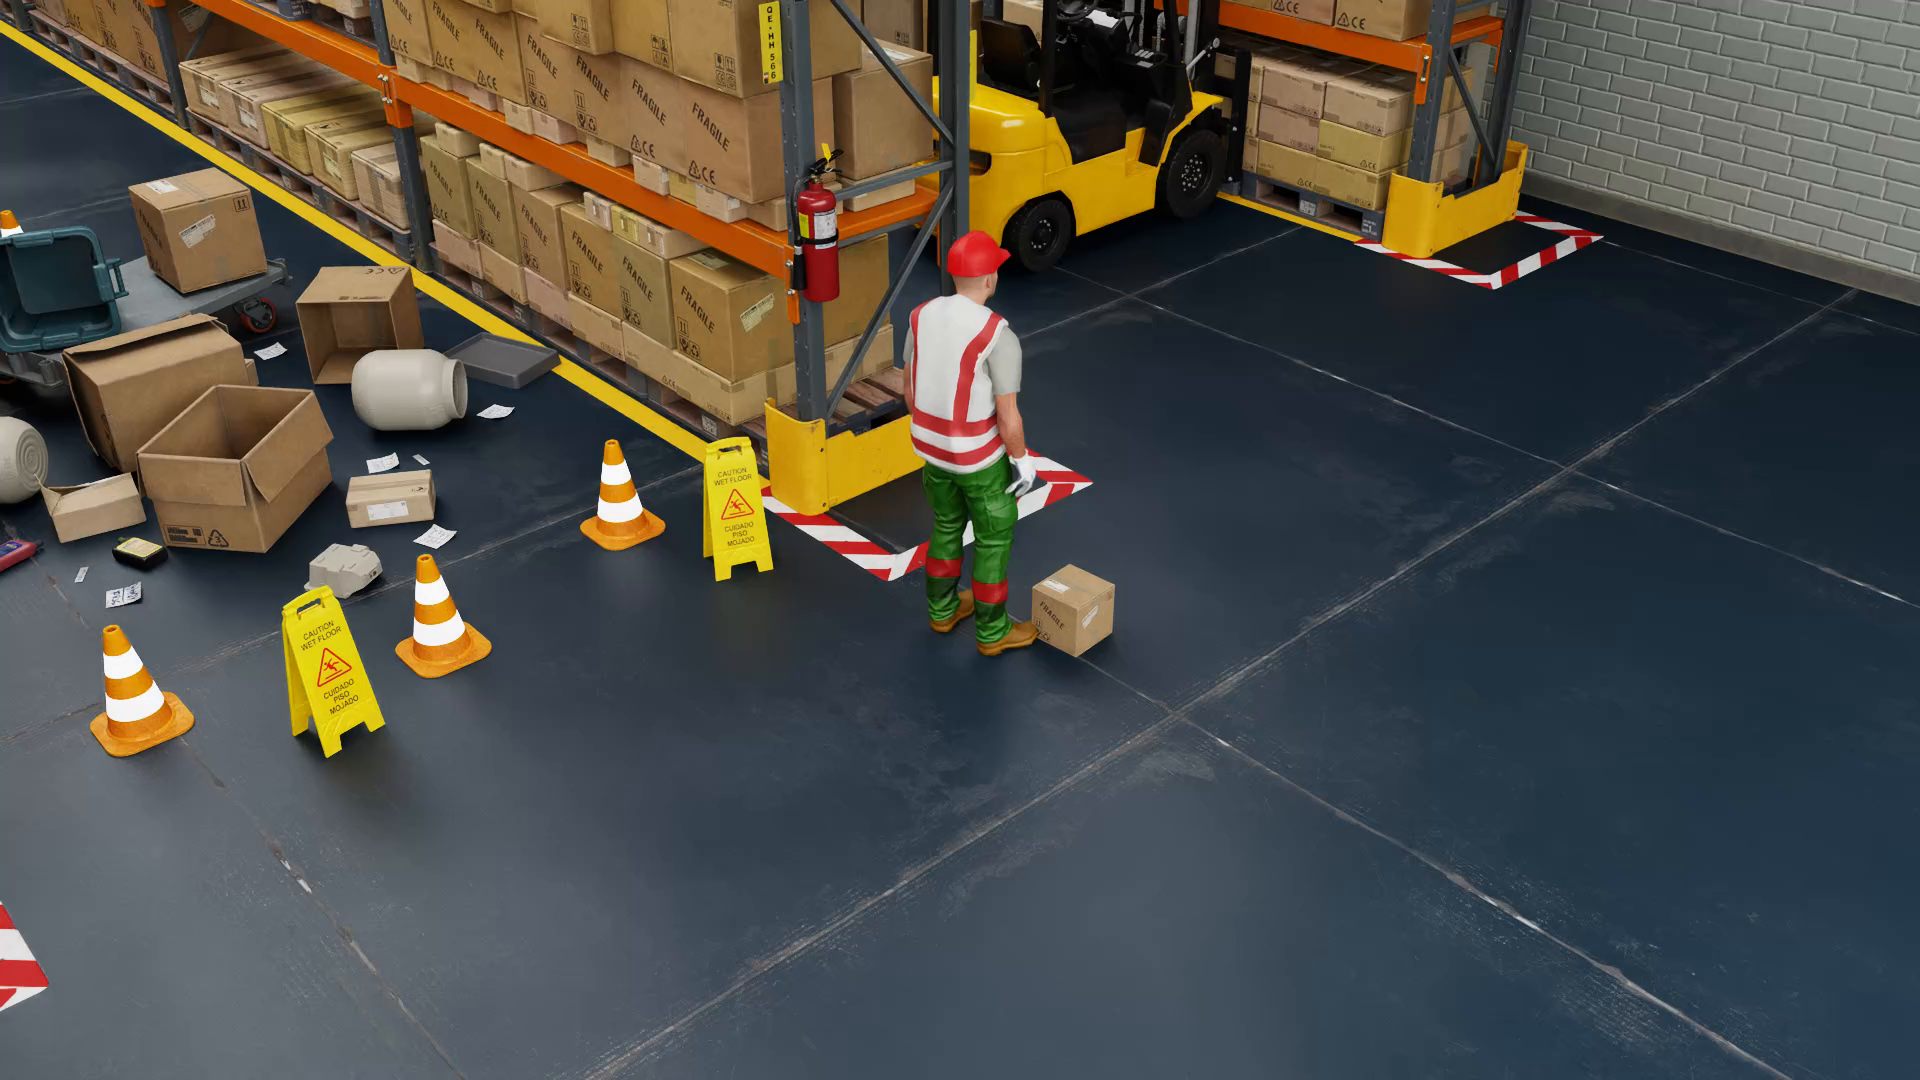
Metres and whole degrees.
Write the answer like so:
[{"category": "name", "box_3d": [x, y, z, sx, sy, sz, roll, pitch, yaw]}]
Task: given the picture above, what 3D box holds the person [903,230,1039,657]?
[{"category": "person", "box_3d": [0.036, -0.381, 6.741, 0.620, 1.780, 0.445, 25, 39, 34]}]
